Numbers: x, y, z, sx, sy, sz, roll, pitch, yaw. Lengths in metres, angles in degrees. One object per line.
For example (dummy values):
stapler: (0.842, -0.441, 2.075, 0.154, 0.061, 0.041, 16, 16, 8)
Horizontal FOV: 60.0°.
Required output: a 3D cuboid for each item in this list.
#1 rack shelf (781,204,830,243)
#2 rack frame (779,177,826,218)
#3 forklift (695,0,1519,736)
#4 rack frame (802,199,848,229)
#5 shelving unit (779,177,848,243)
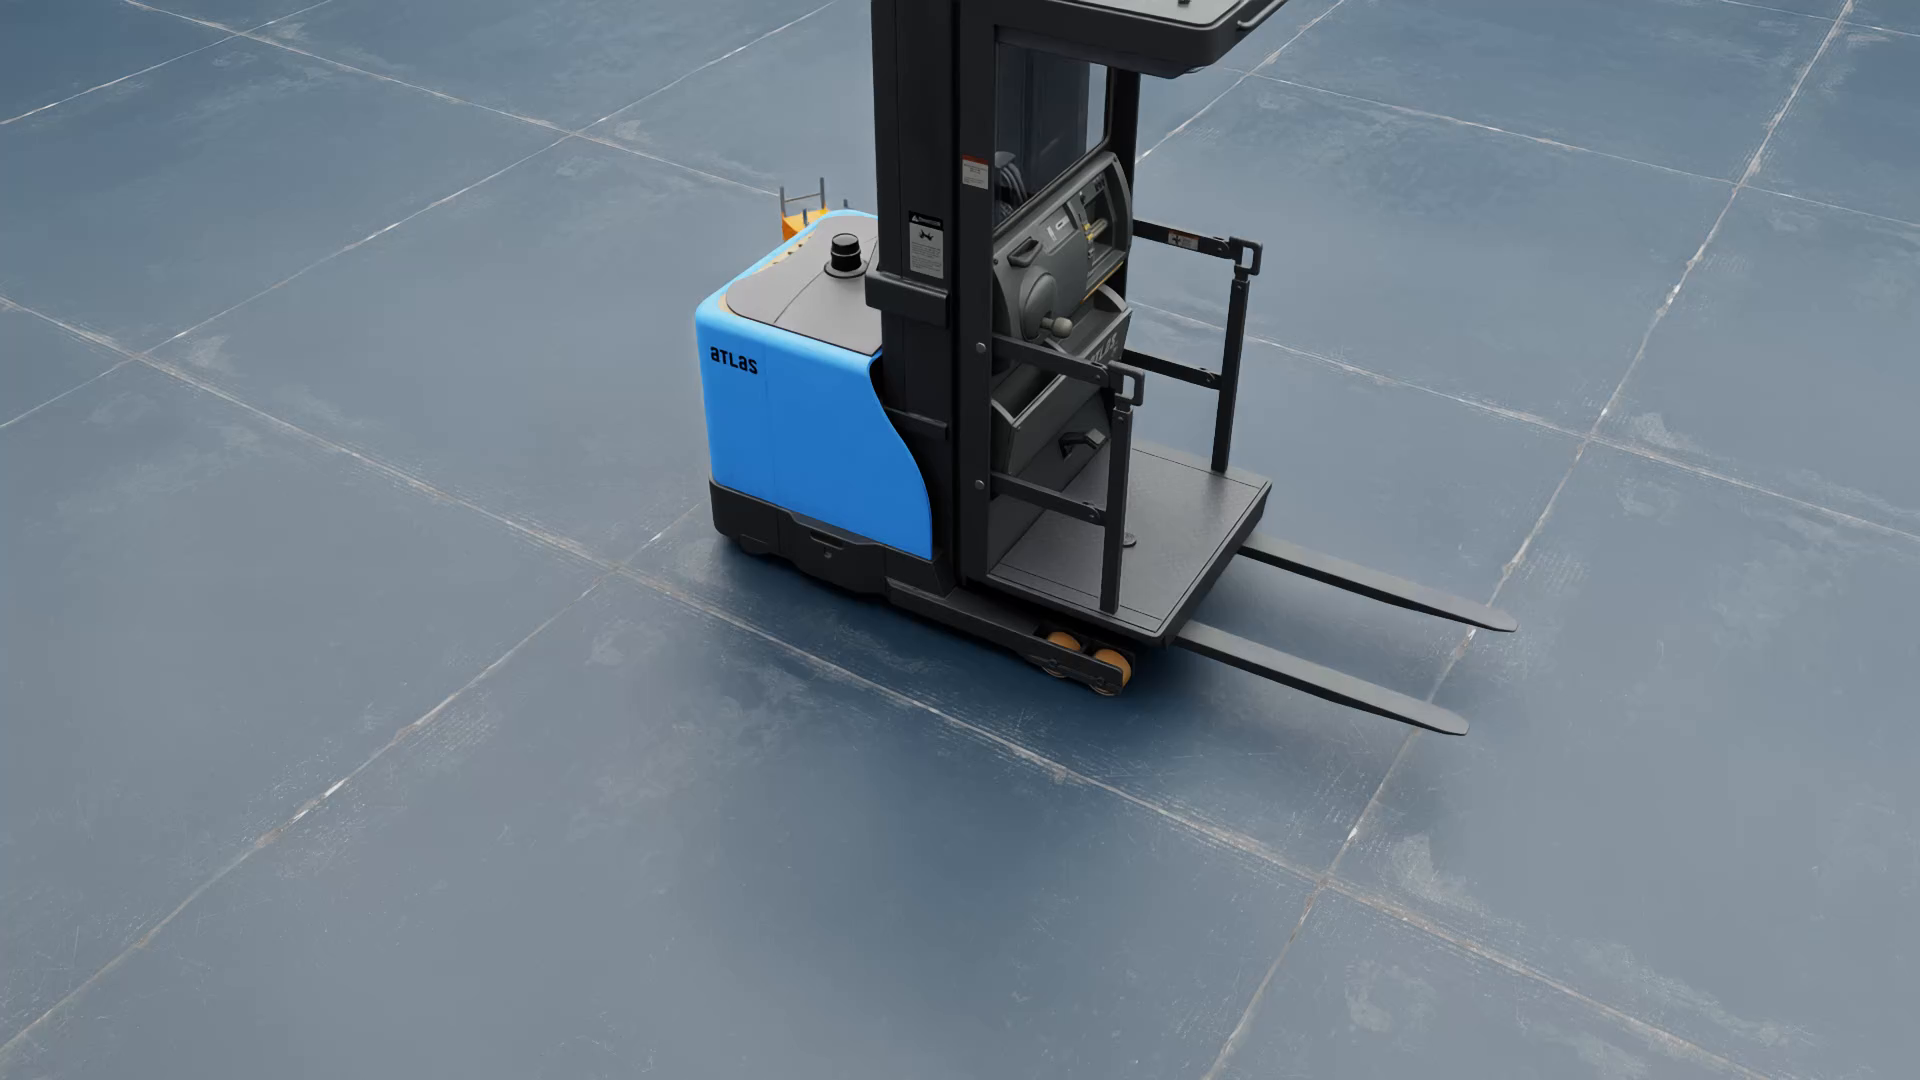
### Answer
rack shelf: (-0.605, -1.237, 7.042, 0.215, 0.259, 0.240, -18, 40, -21)
rack frame: (-0.658, -1.081, 7.292, 0.200, 1.050, 0.008, -18, 40, -21)
forklift: (0.539, -0.971, 5.609, 3.031, 2.935, 1.130, 19, 42, 23)
rack frame: (-0.546, -0.953, 7.117, 0.200, 1.050, 0.008, -18, 40, -21)
shelving unit: (-0.602, -1.017, 7.204, 0.215, 1.050, 0.252, -18, 40, -21)
